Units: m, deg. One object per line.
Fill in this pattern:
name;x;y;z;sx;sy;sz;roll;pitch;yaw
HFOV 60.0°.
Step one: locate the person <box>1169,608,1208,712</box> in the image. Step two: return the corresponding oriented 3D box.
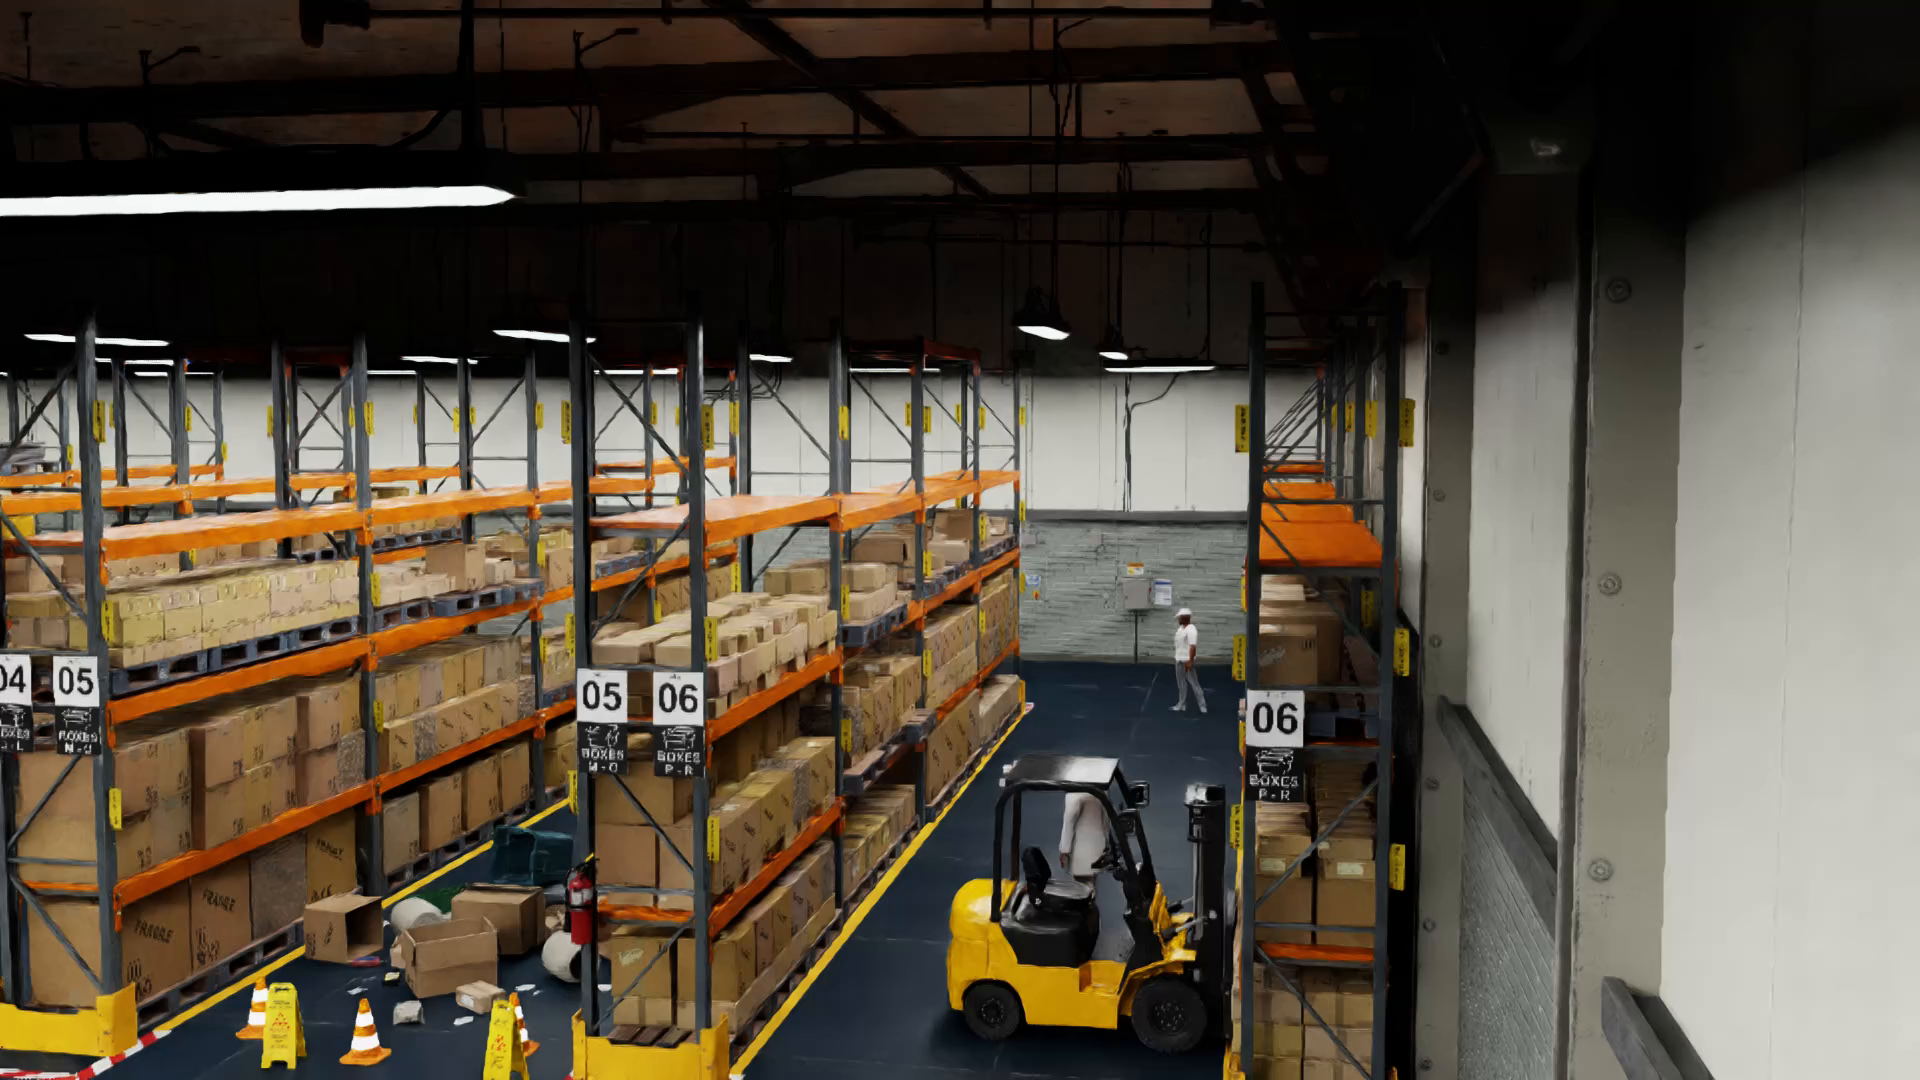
person;3.881;2.031;28.153;0.520;1.764;0.753;-2;5;-19
